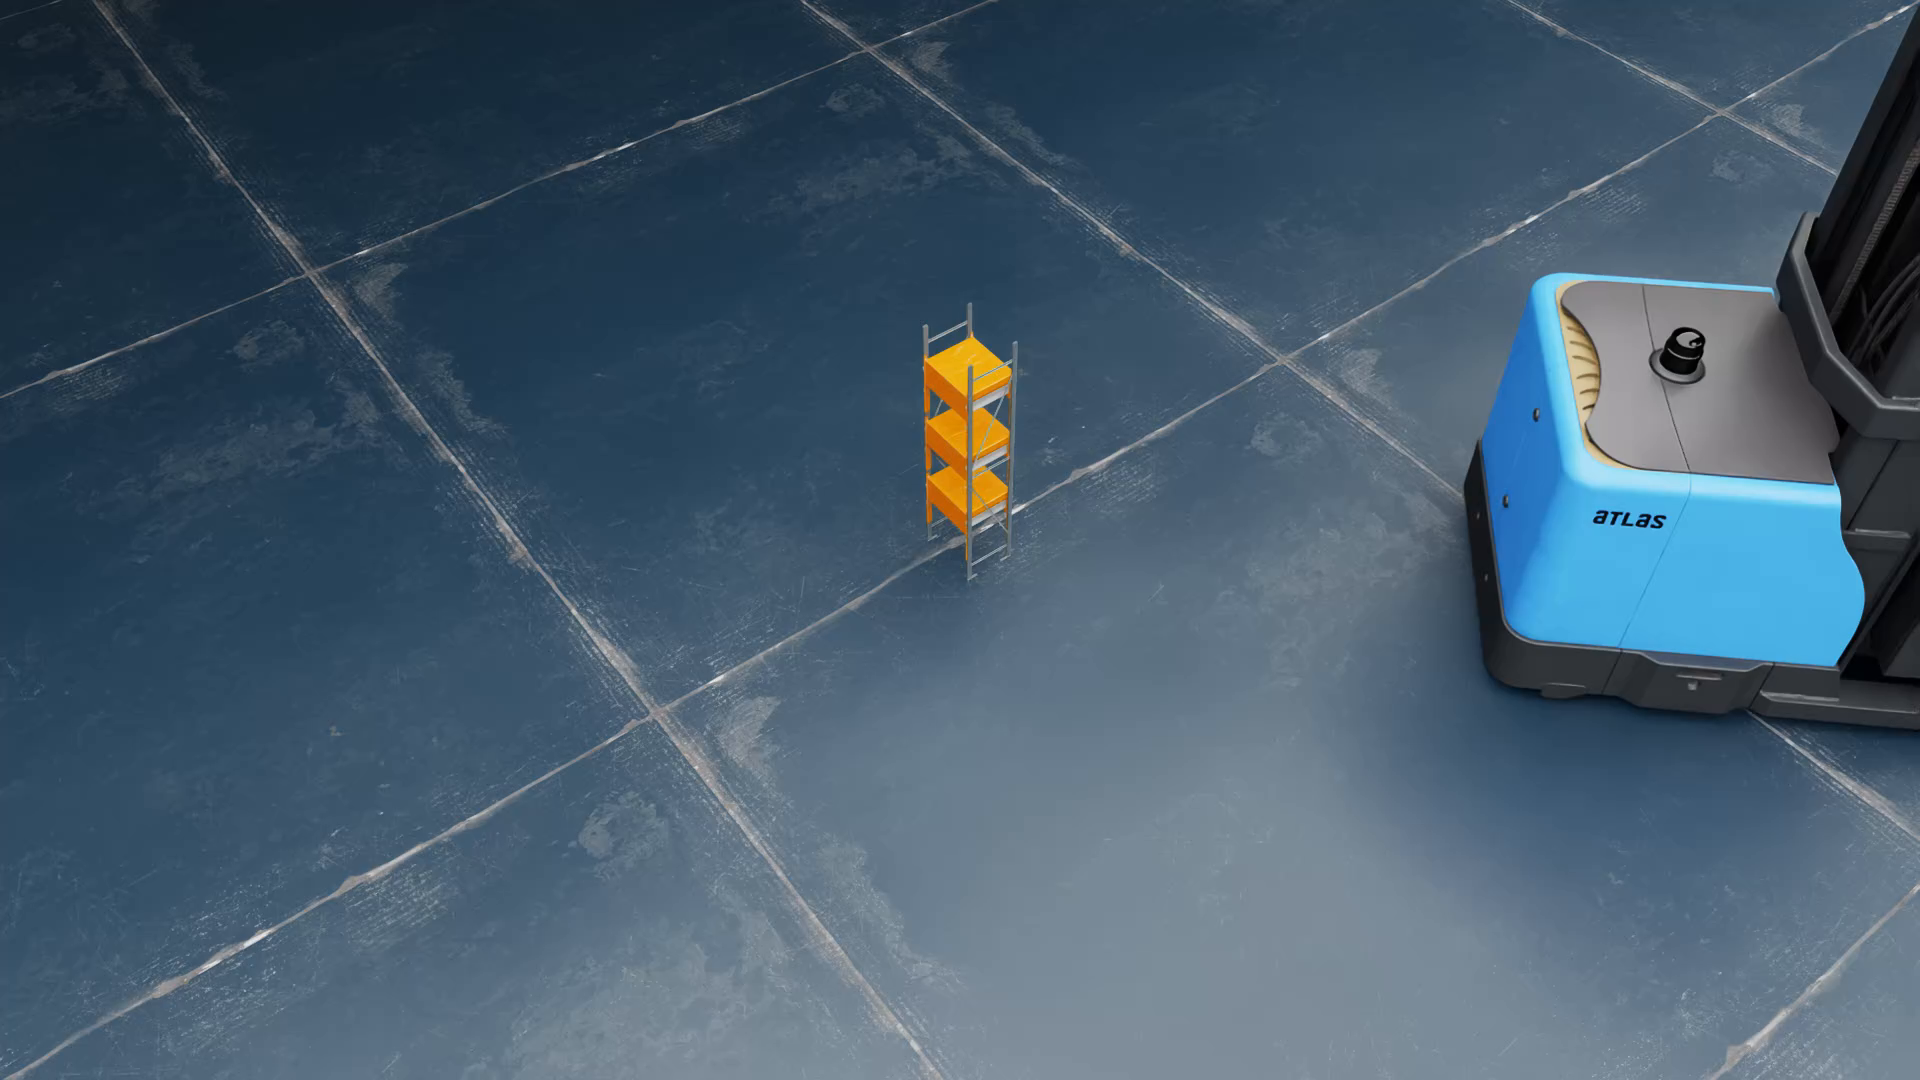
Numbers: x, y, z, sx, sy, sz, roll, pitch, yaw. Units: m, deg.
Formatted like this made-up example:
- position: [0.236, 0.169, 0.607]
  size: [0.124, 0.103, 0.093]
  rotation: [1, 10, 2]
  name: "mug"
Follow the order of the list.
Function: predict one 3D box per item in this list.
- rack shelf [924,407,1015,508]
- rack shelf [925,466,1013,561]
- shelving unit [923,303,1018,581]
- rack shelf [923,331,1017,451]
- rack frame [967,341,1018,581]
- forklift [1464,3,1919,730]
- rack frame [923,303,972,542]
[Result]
- position: [0.032, -0.314, 5.840]
  size: [0.215, 0.259, 0.240]
  rotation: [-29, 54, -24]
  name: "rack shelf"
- position: [0.032, -0.127, 6.046]
  size: [0.215, 0.259, 0.240]
  rotation: [-29, 54, -24]
  name: "rack shelf"
- position: [0.032, -0.321, 5.832]
  size: [0.215, 1.050, 0.252]
  rotation: [-29, 54, -24]
  name: "shelving unit"
- position: [0.032, -0.505, 5.630]
  size: [0.215, 0.259, 0.240]
  rotation: [-29, 54, -24]
  name: "rack shelf"
- position: [0.106, -0.249, 5.767]
  size: [0.200, 1.050, 0.008]
  rotation: [-29, 54, -24]
  name: "rack frame"
- position: [3.375, -0.698, 4.904]
  size: [3.031, 2.935, 1.130]
  rotation: [5, 48, 4]
  name: "forklift"
- position: [-0.041, -0.393, 5.898]
  size: [0.200, 1.050, 0.008]
  rotation: [-29, 54, -24]
  name: "rack frame"
